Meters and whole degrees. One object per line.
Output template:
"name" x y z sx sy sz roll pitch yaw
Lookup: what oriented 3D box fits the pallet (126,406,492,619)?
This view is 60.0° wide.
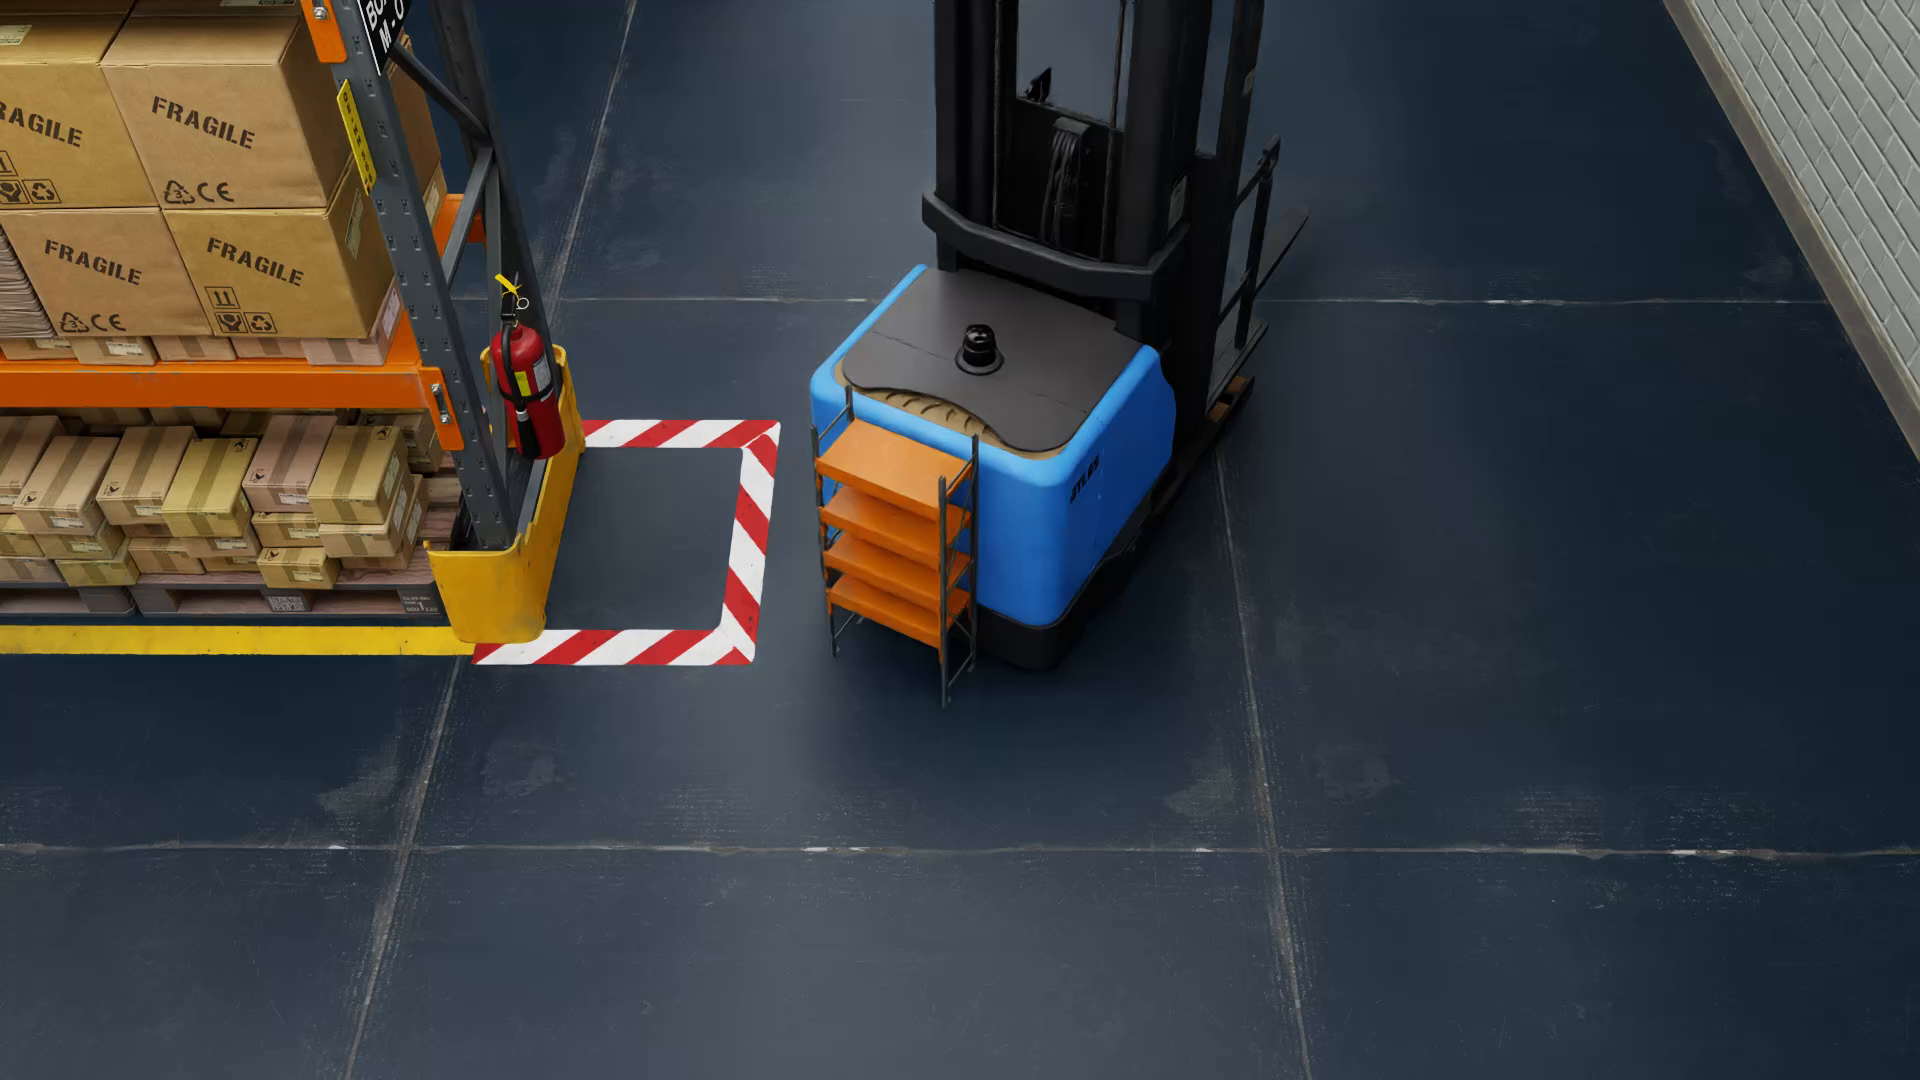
"pallet" -2.592 -0.133 6.729 1.213 0.211 1.003 0 47 0

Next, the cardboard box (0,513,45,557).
"cardboard box" -3.527 -0.126 6.276 0.250 0.149 0.380 2 47 2

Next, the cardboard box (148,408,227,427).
"cardboard box" -3.003 -0.626 6.538 0.250 0.149 0.380 -2 47 -2

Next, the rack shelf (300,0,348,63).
"rack shelf" -3.704 -1.837 4.853 4.000 0.370 1.077 0 47 0

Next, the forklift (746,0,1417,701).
"forklift" 0.672 -1.340 5.995 3.031 2.935 1.130 -32 55 -26

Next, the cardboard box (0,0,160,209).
"cardboard box" -2.669 -1.351 5.004 0.500 0.500 0.500 -1 47 -1

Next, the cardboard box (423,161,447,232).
"cardboard box" -2.027 -1.210 5.998 0.250 0.149 0.380 0 47 0

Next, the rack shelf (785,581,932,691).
"rack shelf" -0.341 0.279 5.762 0.480 0.148 0.258 32 54 26

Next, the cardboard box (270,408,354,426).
"cardboard box" -2.503 -0.592 6.506 0.250 0.149 0.380 1 47 1

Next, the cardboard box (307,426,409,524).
"cardboard box" -2.234 -0.245 6.183 0.250 0.149 0.380 1 47 1

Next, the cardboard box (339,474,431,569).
"cardboard box" -2.231 -0.075 6.431 0.250 0.149 0.380 1 47 1

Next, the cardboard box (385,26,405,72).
"cardboard box" -2.152 -1.726 5.353 0.500 0.500 0.500 0 47 0

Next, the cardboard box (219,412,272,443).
"cardboard box" -2.746 -0.495 6.619 0.250 0.149 0.380 1 47 1

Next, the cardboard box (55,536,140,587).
"cardboard box" -3.255 -0.011 6.372 0.250 0.149 0.380 -2 47 -2

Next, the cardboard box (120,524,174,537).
"cardboard box" -3.021 -0.196 6.341 0.250 0.149 0.380 0 47 0

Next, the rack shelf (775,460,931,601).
"rack shelf" -0.340 -0.035 5.426 0.480 0.148 0.258 32 54 26

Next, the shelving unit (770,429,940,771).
"shelving unit" -0.341 0.233 5.713 0.503 1.200 0.258 32 54 26

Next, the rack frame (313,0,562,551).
"rack frame" -1.704 -1.054 5.682 0.127 3.000 1.000 0 47 0

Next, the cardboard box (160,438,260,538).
"cardboard box" -2.745 -0.195 6.137 0.250 0.149 0.380 -1 47 -1

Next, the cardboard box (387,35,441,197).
"cardboard box" -2.152 -1.393 5.726 0.500 0.500 0.500 2 47 2

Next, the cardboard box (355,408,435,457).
"cardboard box" -2.227 -0.517 6.639 0.250 0.149 0.380 2 47 2

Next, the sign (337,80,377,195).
"sign" -1.726 -1.150 4.765 0.005 0.325 0.100 0 47 0

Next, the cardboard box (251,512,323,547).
"cardboard box" -2.494 -0.160 6.307 0.250 0.149 0.380 -1 47 -1

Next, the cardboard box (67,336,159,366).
"cardboard box" -2.786 -0.764 5.584 0.250 0.149 0.380 1 47 1

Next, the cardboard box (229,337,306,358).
"cardboard box" -2.280 -0.791 5.609 0.250 0.149 0.380 0 47 0

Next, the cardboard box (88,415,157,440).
"cardboard box" -3.268 -0.506 6.629 0.250 0.149 0.380 -2 47 -2

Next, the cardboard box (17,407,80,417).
"cardboard box" -3.543 -0.668 6.577 0.250 0.149 0.380 1 47 1

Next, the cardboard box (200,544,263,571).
"cardboard box" -2.753 -0.065 6.422 0.250 0.149 0.380 0 47 0

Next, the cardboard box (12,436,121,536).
"cardboard box" -3.272 -0.202 6.143 0.250 0.149 0.380 2 47 2

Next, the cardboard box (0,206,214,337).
"cardboard box" -2.669 -1.008 5.367 0.500 0.500 0.500 -1 47 0

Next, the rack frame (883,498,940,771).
"rack frame" -0.155 0.349 5.605 0.015 1.200 0.240 32 54 26
